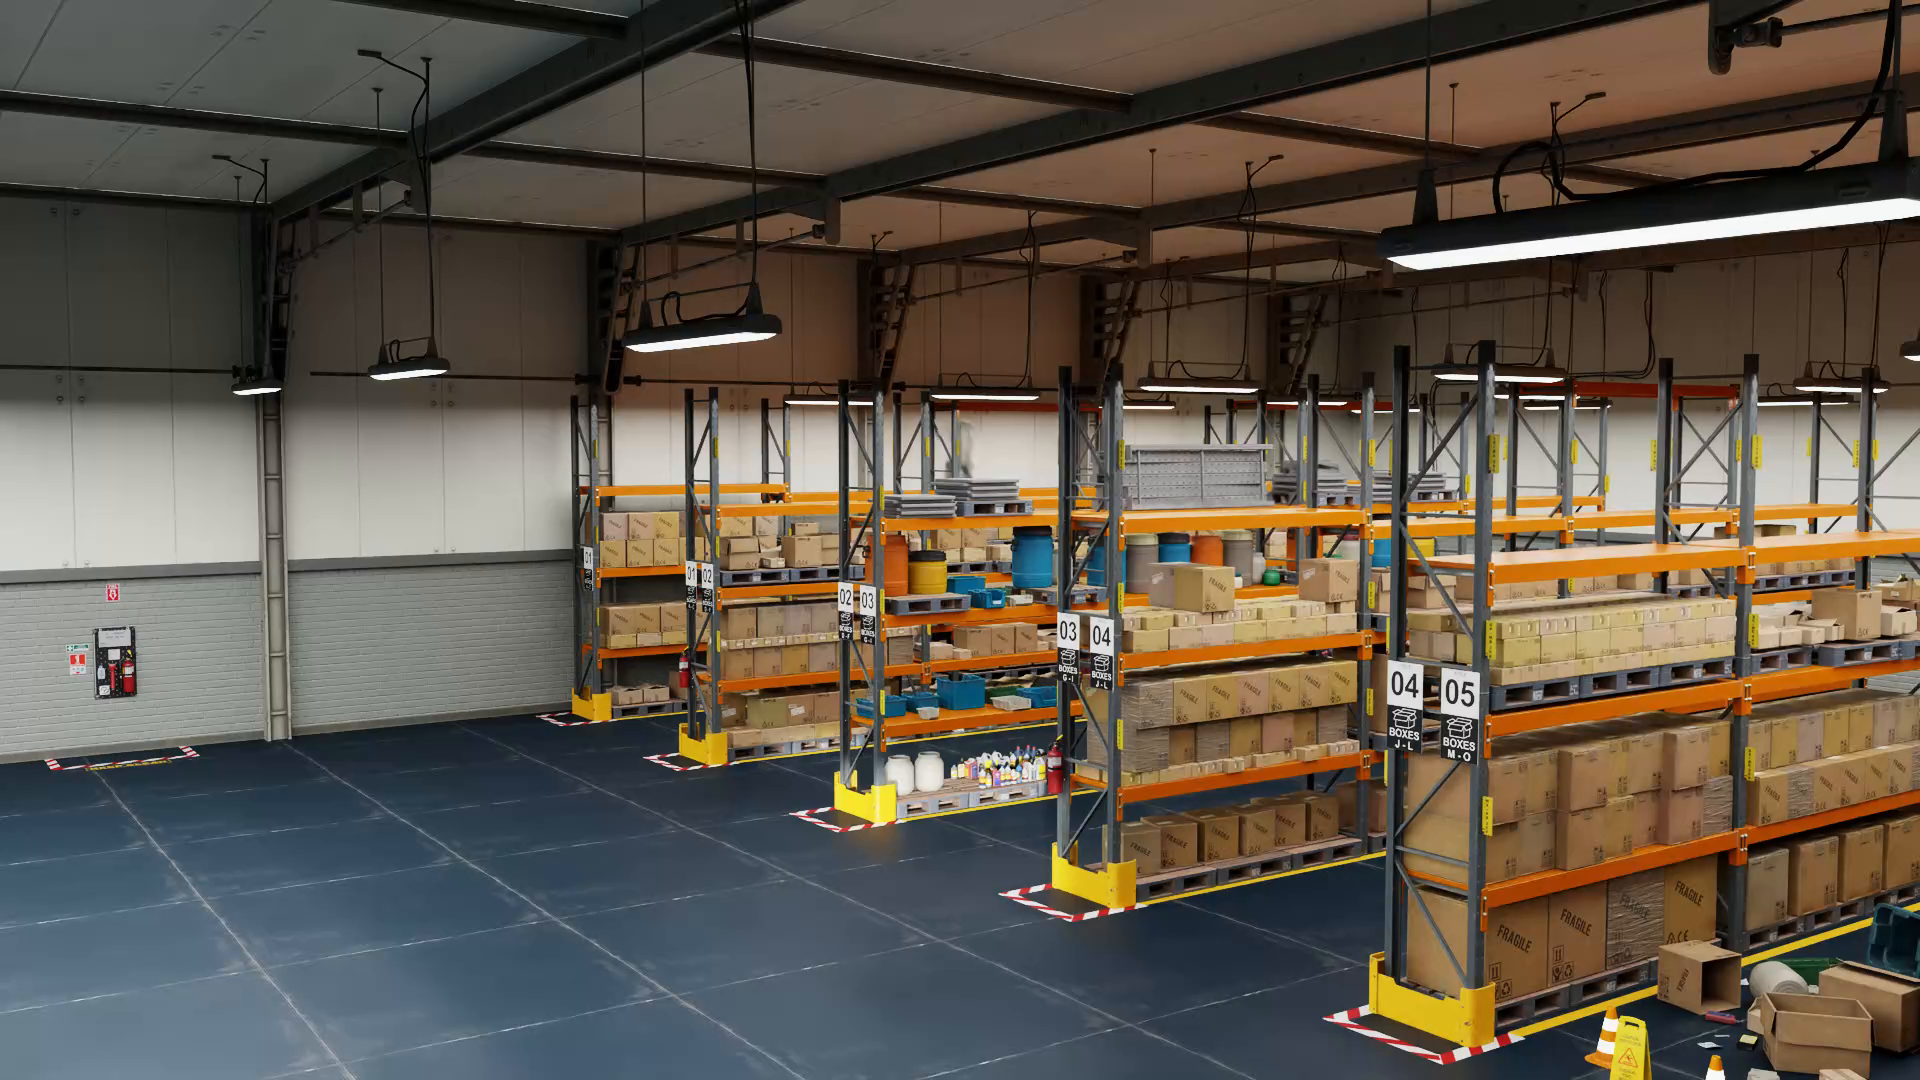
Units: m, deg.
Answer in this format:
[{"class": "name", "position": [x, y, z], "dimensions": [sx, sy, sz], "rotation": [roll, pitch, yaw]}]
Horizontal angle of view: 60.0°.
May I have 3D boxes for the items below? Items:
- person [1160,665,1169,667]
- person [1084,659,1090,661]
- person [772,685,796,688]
[{"class": "person", "position": [3.679, 2.520, 30.075], "dimensions": [0.579, 1.693, 0.679], "rotation": [-3, 5, -41]}, {"class": "person", "position": [2.863, 2.252, 35.484], "dimensions": [0.704, 1.600, 0.554], "rotation": [-3, 5, -42]}, {"class": "person", "position": [-3.106, 2.523, 30.404], "dimensions": [0.925, 1.686, 0.573], "rotation": [-3, 5, -44]}]
